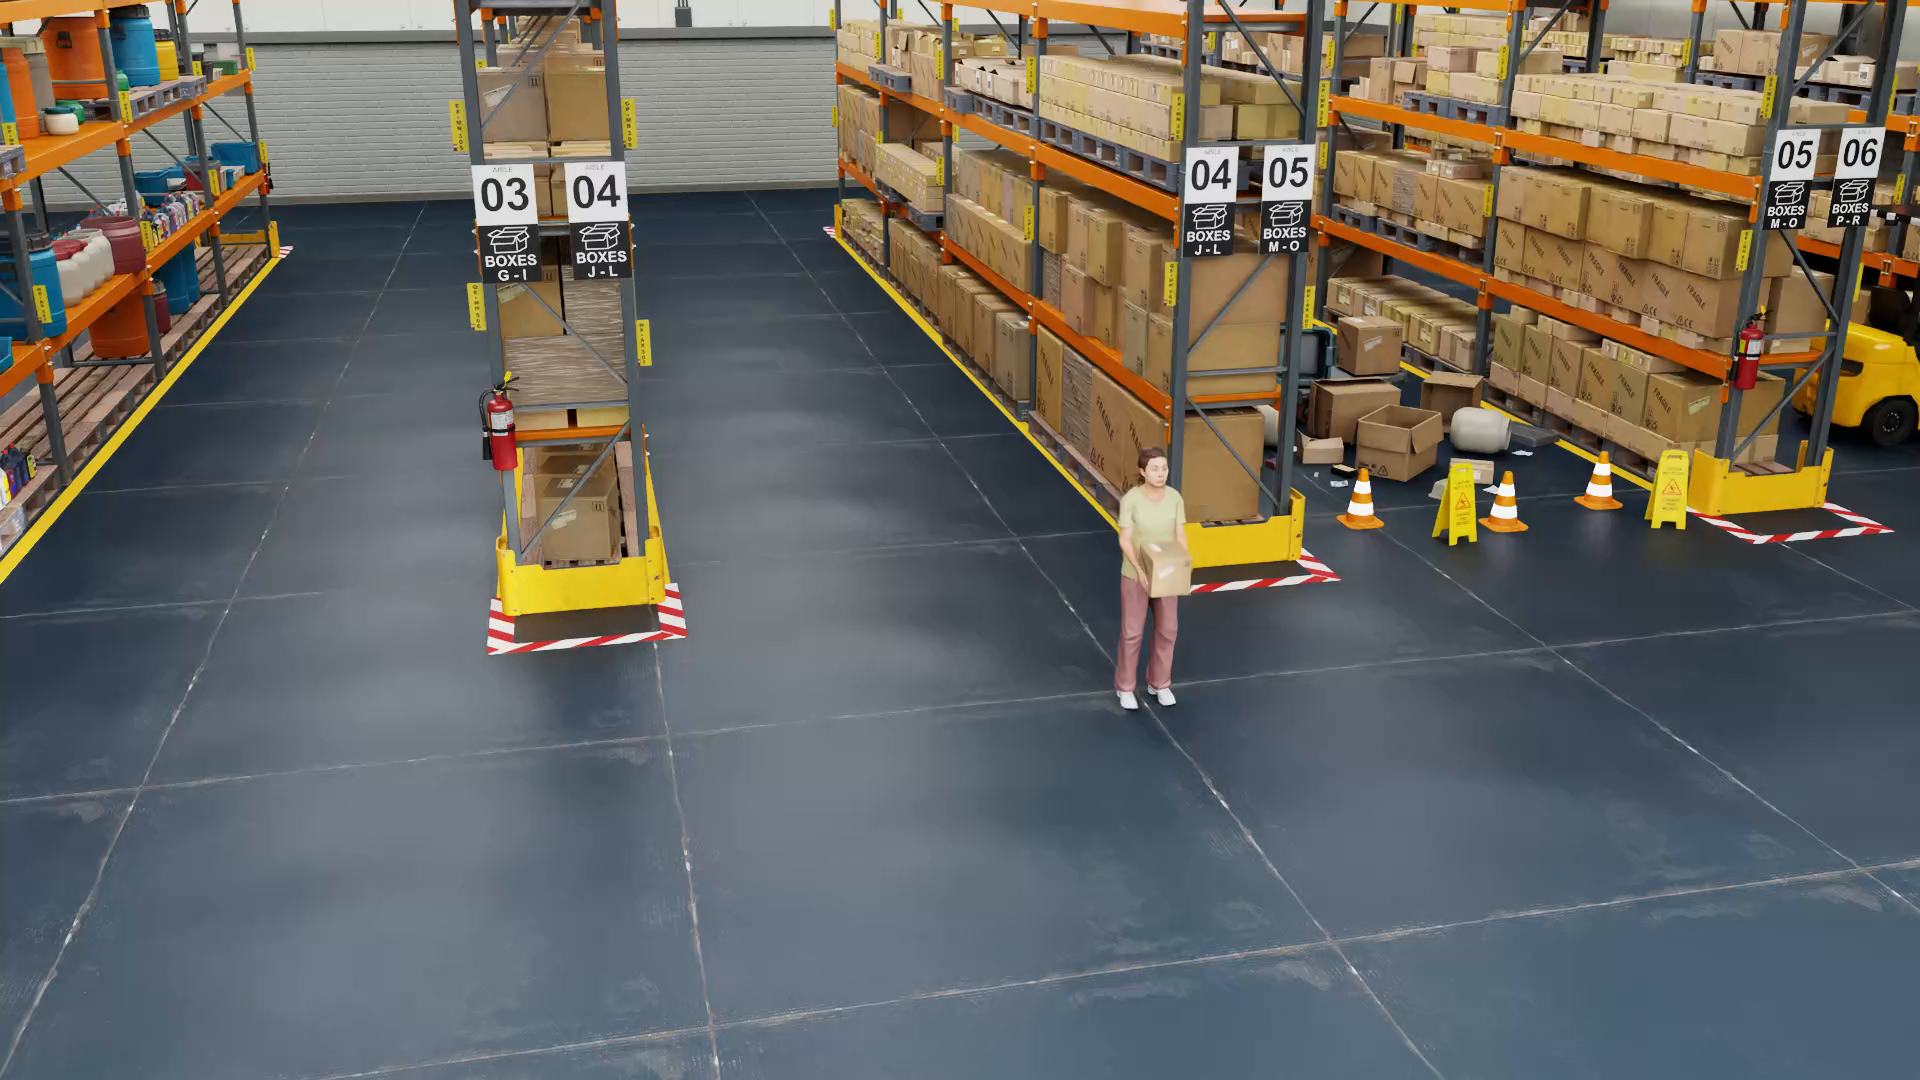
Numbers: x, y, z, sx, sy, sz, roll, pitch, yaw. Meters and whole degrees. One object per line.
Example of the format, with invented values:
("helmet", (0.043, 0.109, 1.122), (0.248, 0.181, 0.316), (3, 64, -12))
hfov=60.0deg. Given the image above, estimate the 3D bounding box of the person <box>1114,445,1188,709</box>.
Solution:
("person", (1.208, 0.249, 10.379), (0.452, 1.672, 0.523), (-5, 20, -13))
